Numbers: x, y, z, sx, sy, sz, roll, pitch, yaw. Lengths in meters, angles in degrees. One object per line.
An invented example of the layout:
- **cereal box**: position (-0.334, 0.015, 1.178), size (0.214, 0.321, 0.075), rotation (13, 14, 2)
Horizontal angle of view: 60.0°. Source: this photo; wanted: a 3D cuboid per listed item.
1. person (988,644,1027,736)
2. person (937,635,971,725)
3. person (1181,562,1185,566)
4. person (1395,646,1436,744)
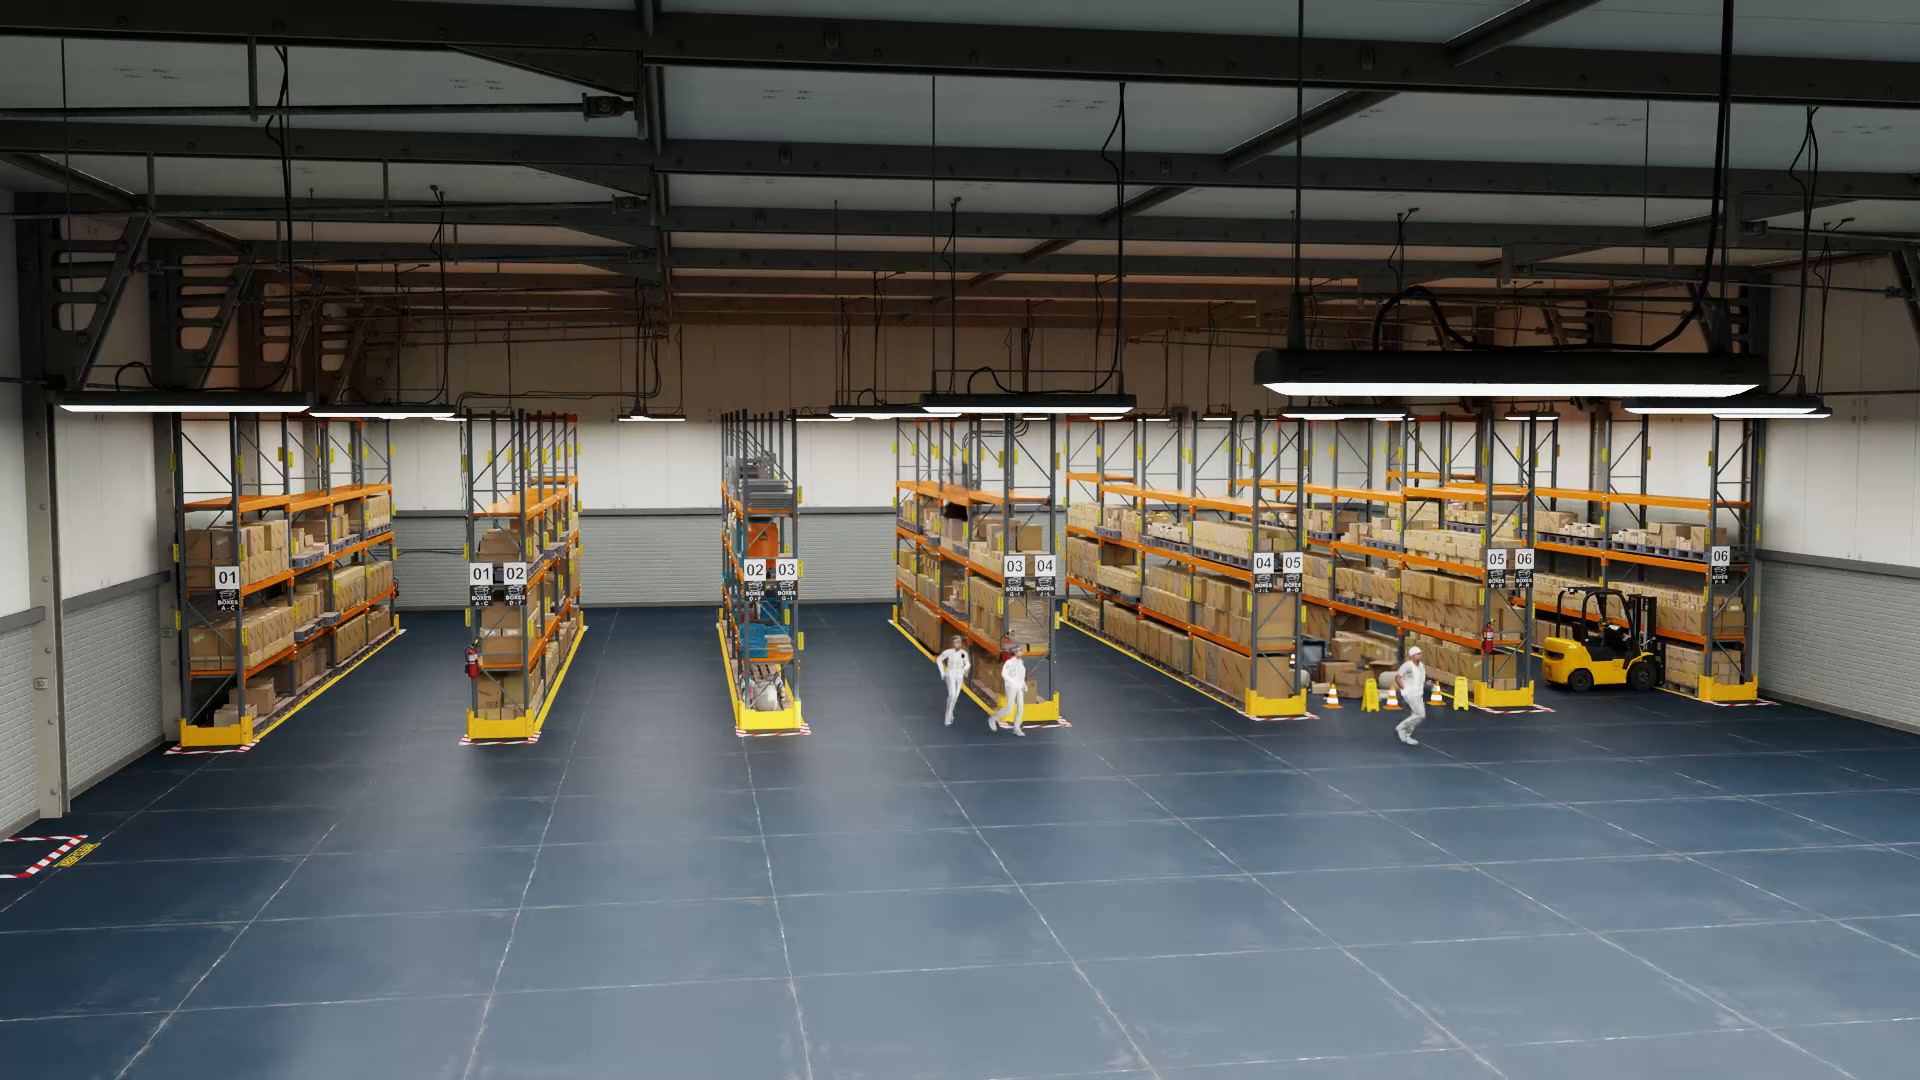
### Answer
- **person**: position (1.002, 2.747, 30.777), size (0.762, 1.659, 0.681), rotation (3, 5, 35)
- **person**: position (-0.097, 2.676, 31.910), size (0.613, 1.724, 0.710), rotation (-1, 4, -20)
- **person**: position (6.761, 1.400, 50.491), size (0.643, 1.635, 0.618), rotation (0, 4, -6)
- **person**: position (8.161, 2.775, 29.719), size (0.602, 1.746, 0.663), rotation (3, 5, 39)
